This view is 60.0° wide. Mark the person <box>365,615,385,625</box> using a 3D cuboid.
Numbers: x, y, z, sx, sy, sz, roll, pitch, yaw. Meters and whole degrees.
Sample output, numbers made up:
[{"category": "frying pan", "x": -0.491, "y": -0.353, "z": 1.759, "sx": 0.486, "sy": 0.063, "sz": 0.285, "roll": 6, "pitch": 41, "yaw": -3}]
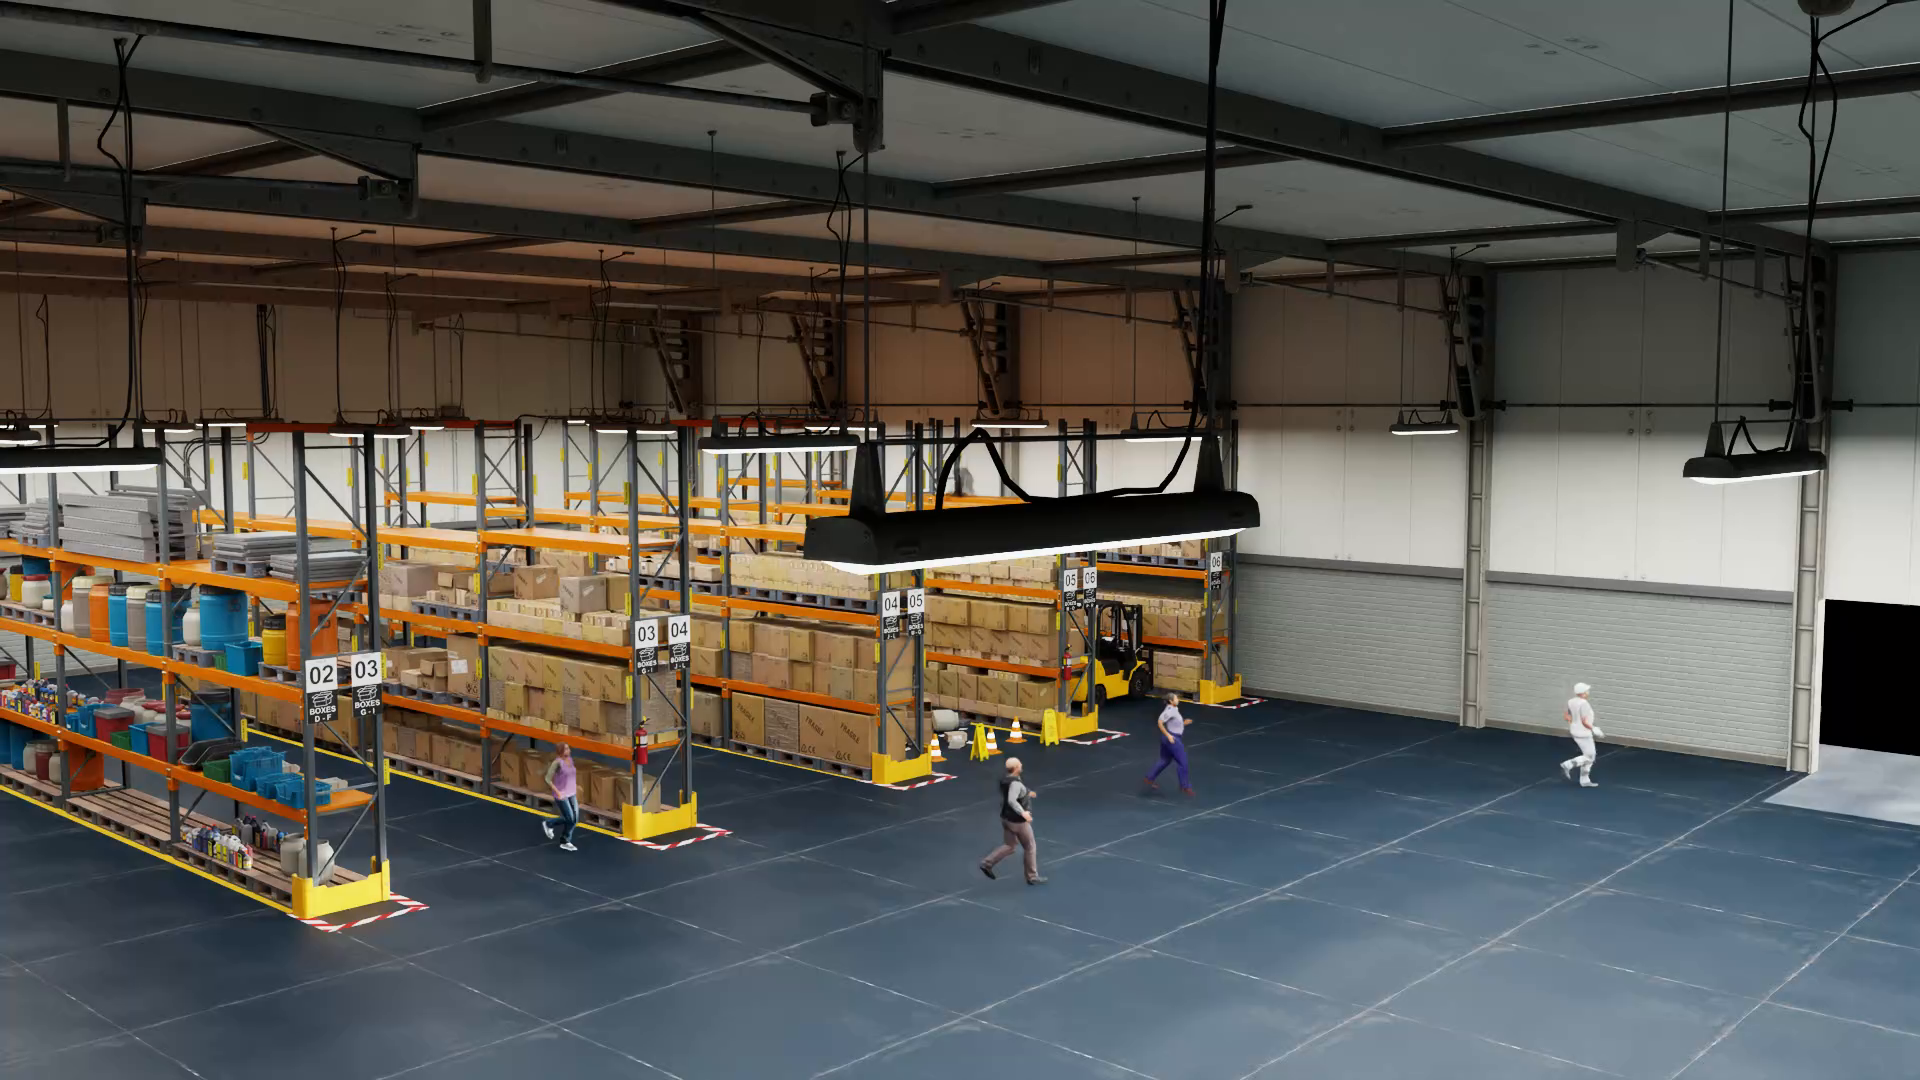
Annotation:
[{"category": "person", "x": -13.818, "y": 2.270, "z": 39.085, "sx": 0.680, "sy": 1.764, "sz": 0.646, "roll": 1, "pitch": 5, "yaw": 17}]

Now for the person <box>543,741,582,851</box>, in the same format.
[{"category": "person", "x": -5.660, "y": 3.631, "z": 23.652, "sx": 0.547, "sy": 1.558, "sz": 0.542, "roll": 2, "pitch": 5, "yaw": 27}]

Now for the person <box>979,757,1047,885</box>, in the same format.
[{"category": "person", "x": 0.716, "y": 3.688, "z": 21.797, "sx": 0.930, "sy": 1.699, "sz": 0.666, "roll": -2, "pitch": 5, "yaw": -24}]

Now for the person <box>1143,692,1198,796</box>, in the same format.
[{"category": "person", "x": 3.417, "y": 3.303, "z": 26.954, "sx": 0.875, "sy": 1.665, "sz": 0.585, "roll": 0, "pitch": 5, "yaw": 0}]

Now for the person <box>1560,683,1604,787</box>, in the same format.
[{"category": "person", "x": 10.216, "y": 3.220, "z": 27.461, "sx": 0.704, "sy": 1.749, "sz": 0.656, "roll": -1, "pitch": 5, "yaw": -6}]
